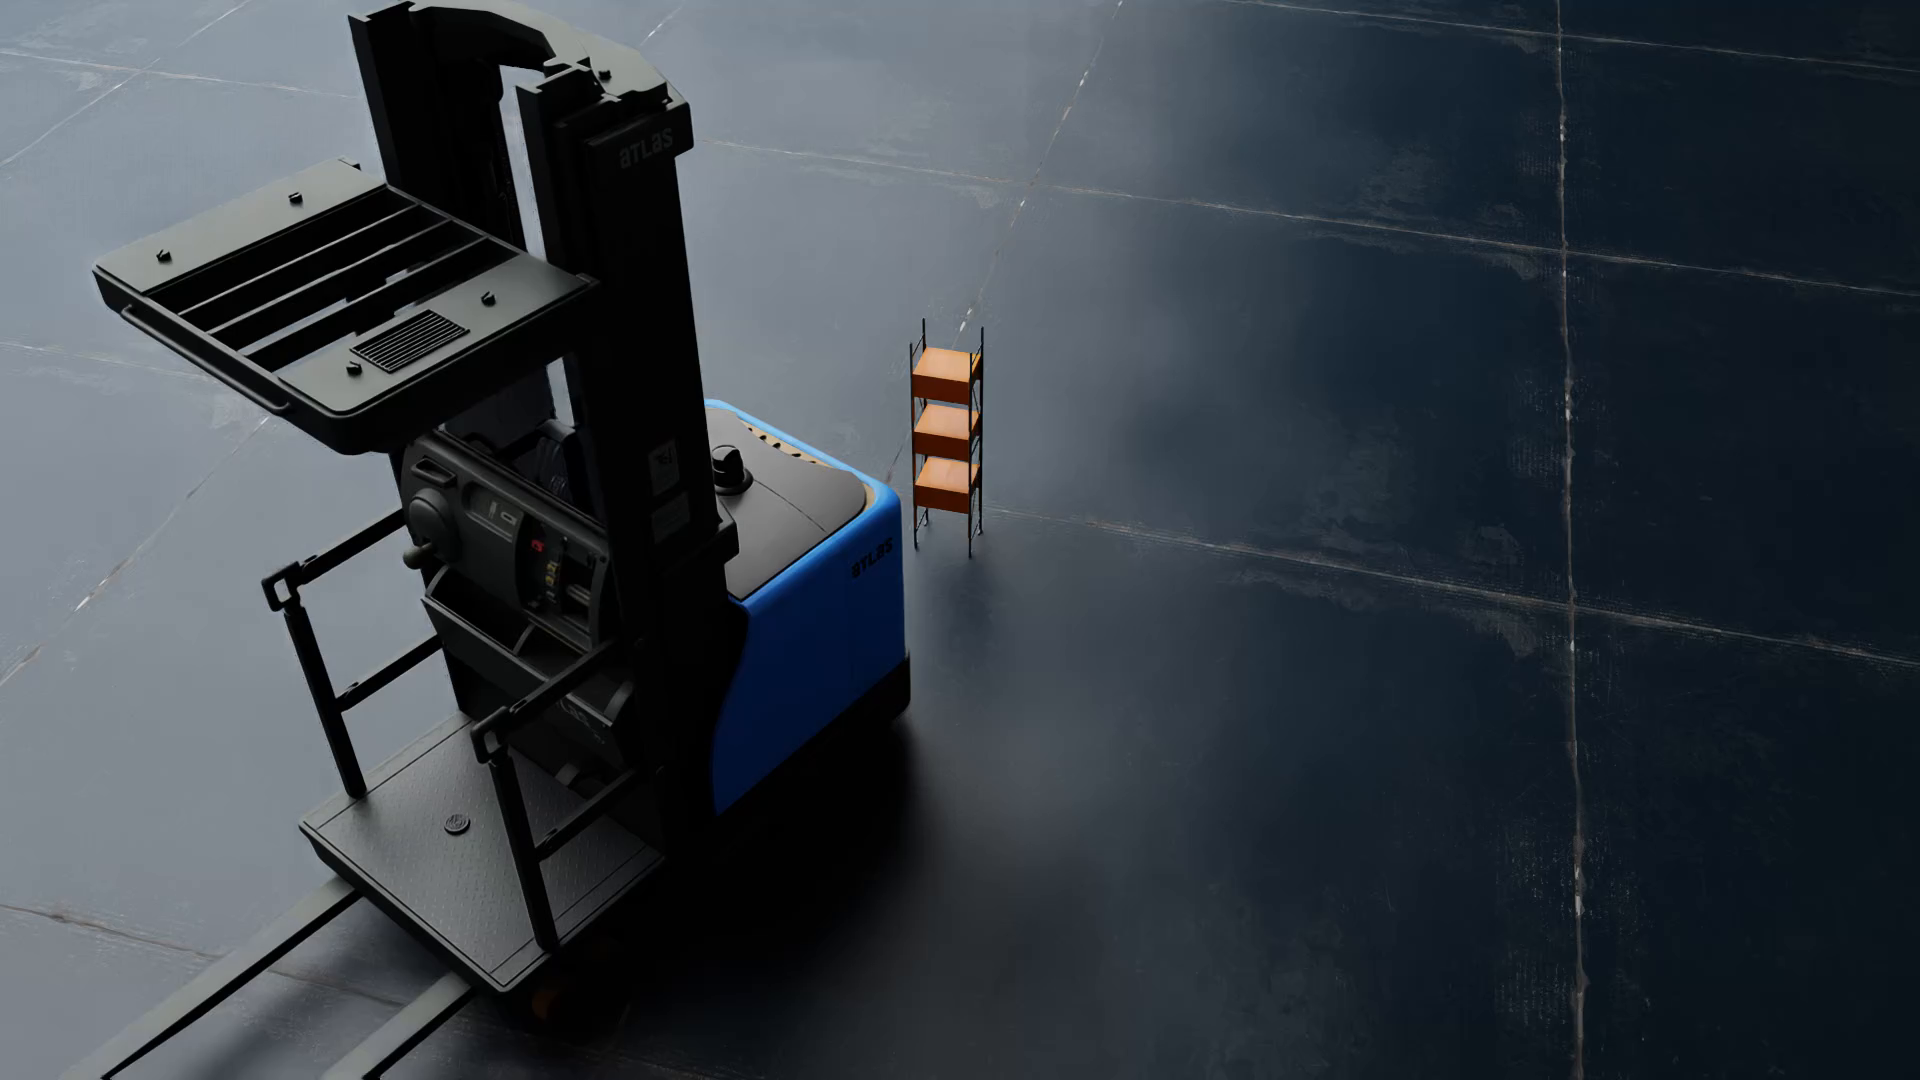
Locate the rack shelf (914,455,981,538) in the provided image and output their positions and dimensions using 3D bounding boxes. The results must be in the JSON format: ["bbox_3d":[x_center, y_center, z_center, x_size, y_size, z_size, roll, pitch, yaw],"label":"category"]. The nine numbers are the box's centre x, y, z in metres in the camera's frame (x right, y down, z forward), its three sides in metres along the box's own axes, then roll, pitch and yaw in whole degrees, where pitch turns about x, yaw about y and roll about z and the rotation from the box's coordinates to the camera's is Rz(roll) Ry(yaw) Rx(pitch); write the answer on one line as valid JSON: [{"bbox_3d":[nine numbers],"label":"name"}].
[{"bbox_3d":[-0.052,-0.190,7.109,0.240,0.259,0.215,10,41,11],"label":"rack shelf"}]

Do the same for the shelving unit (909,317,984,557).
[{"bbox_3d":[-0.052,-0.411,6.923,0.252,1.050,0.215,10,41,11],"label":"shelving unit"}]

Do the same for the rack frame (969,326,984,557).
[{"bbox_3d":[0.066,-0.391,6.899,0.008,1.050,0.200,10,41,11],"label":"rack frame"}]

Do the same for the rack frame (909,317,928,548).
[{"bbox_3d":[-0.170,-0.431,6.947,0.008,1.050,0.200,10,41,11],"label":"rack frame"}]

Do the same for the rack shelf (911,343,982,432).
[{"bbox_3d":[-0.052,-0.620,6.747,0.240,0.259,0.215,10,41,11],"label":"rack shelf"}]

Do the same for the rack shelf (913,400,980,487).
[{"bbox_3d":[-0.052,-0.403,6.930,0.240,0.259,0.215,10,41,11],"label":"rack shelf"}]

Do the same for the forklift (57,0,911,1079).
[{"bbox_3d":[-1.507,0.077,4.880,1.130,2.935,3.031,27,47,29],"label":"forklift"}]
